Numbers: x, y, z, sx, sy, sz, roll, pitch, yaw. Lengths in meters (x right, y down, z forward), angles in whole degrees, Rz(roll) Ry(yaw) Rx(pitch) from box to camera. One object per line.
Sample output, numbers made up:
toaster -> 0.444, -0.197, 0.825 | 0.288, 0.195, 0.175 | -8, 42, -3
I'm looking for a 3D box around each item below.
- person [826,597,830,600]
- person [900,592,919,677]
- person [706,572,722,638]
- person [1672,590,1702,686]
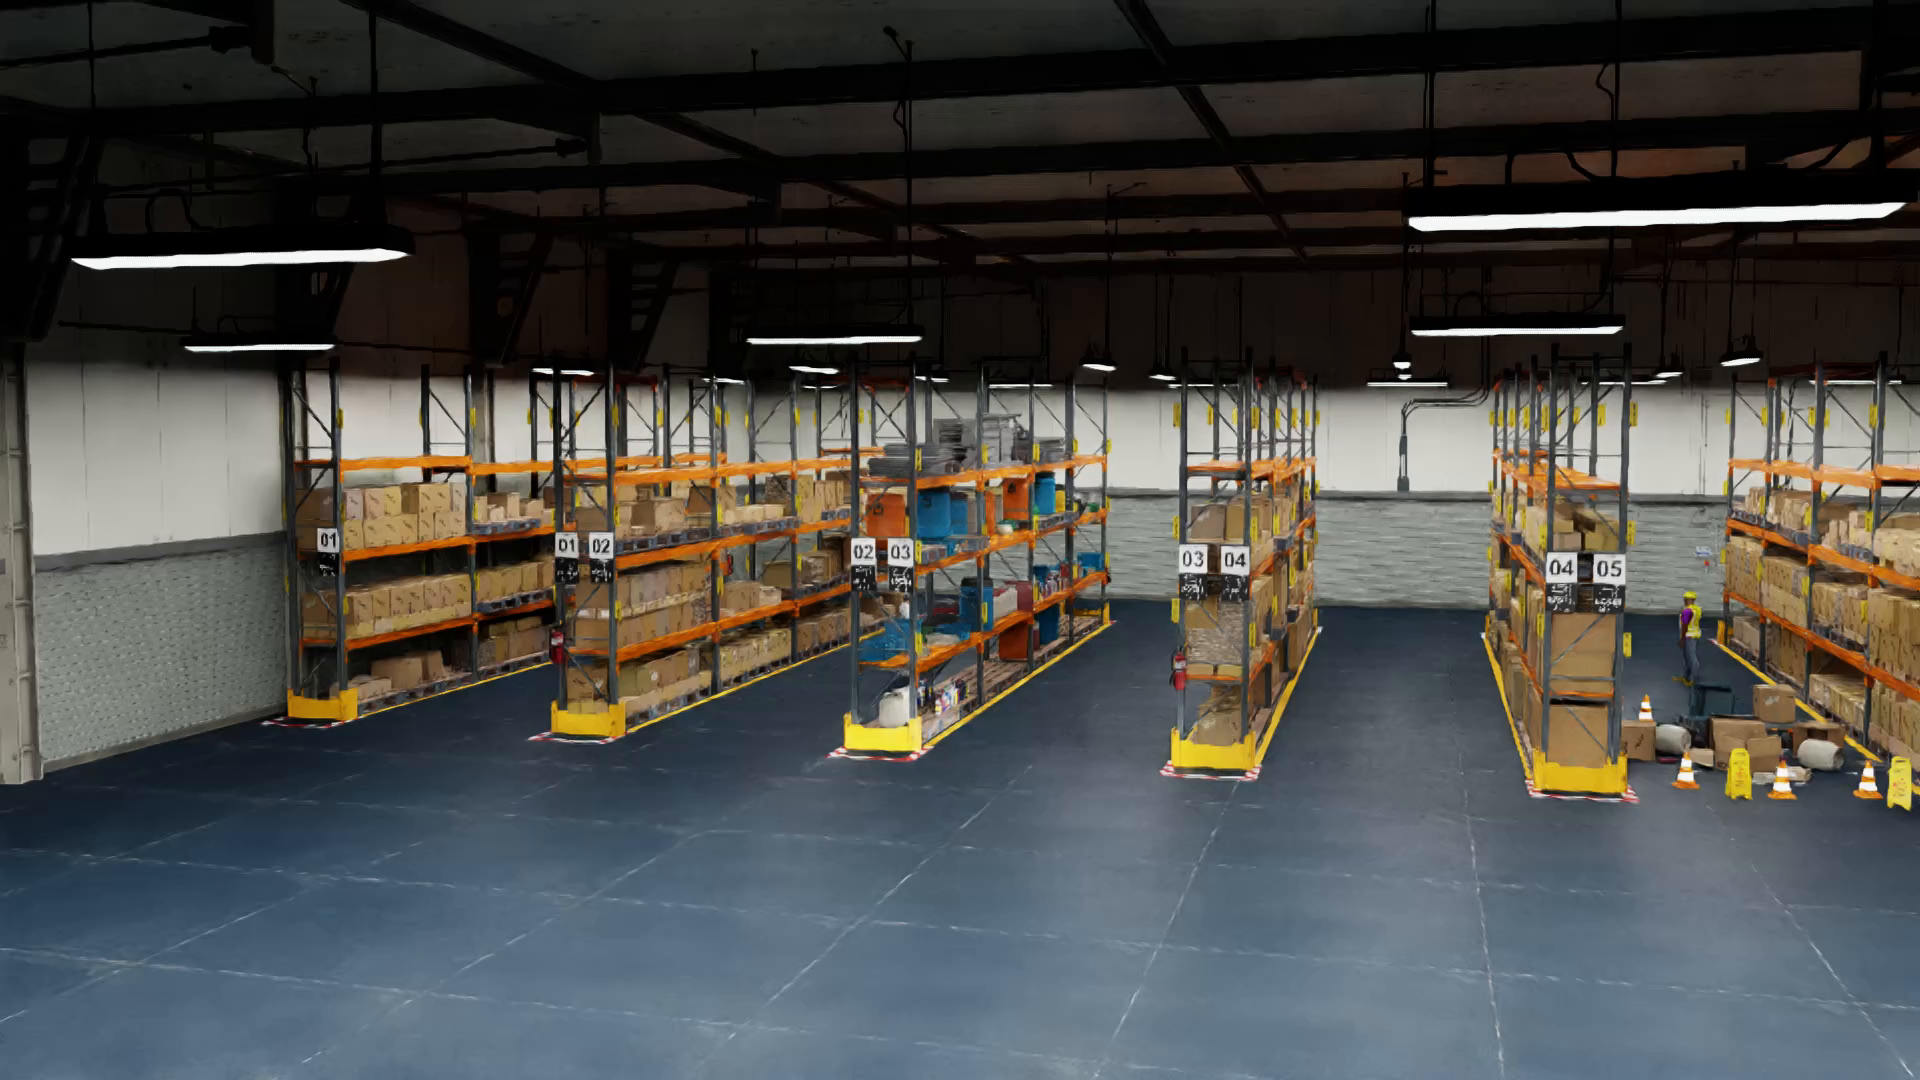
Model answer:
person -> -3.774, 0.841, 45.724 | 0.639, 1.628, 0.506 | 1, 4, 13
person -> -0.984, 1.799, 32.174 | 0.443, 1.666, 0.526 | -1, 4, -16
person -> -5.226, 1.554, 34.907 | 0.501, 1.758, 0.588 | 4, 6, 44
person -> 13.654, 1.818, 31.196 | 0.585, 1.763, 0.682 | 3, 5, 40
